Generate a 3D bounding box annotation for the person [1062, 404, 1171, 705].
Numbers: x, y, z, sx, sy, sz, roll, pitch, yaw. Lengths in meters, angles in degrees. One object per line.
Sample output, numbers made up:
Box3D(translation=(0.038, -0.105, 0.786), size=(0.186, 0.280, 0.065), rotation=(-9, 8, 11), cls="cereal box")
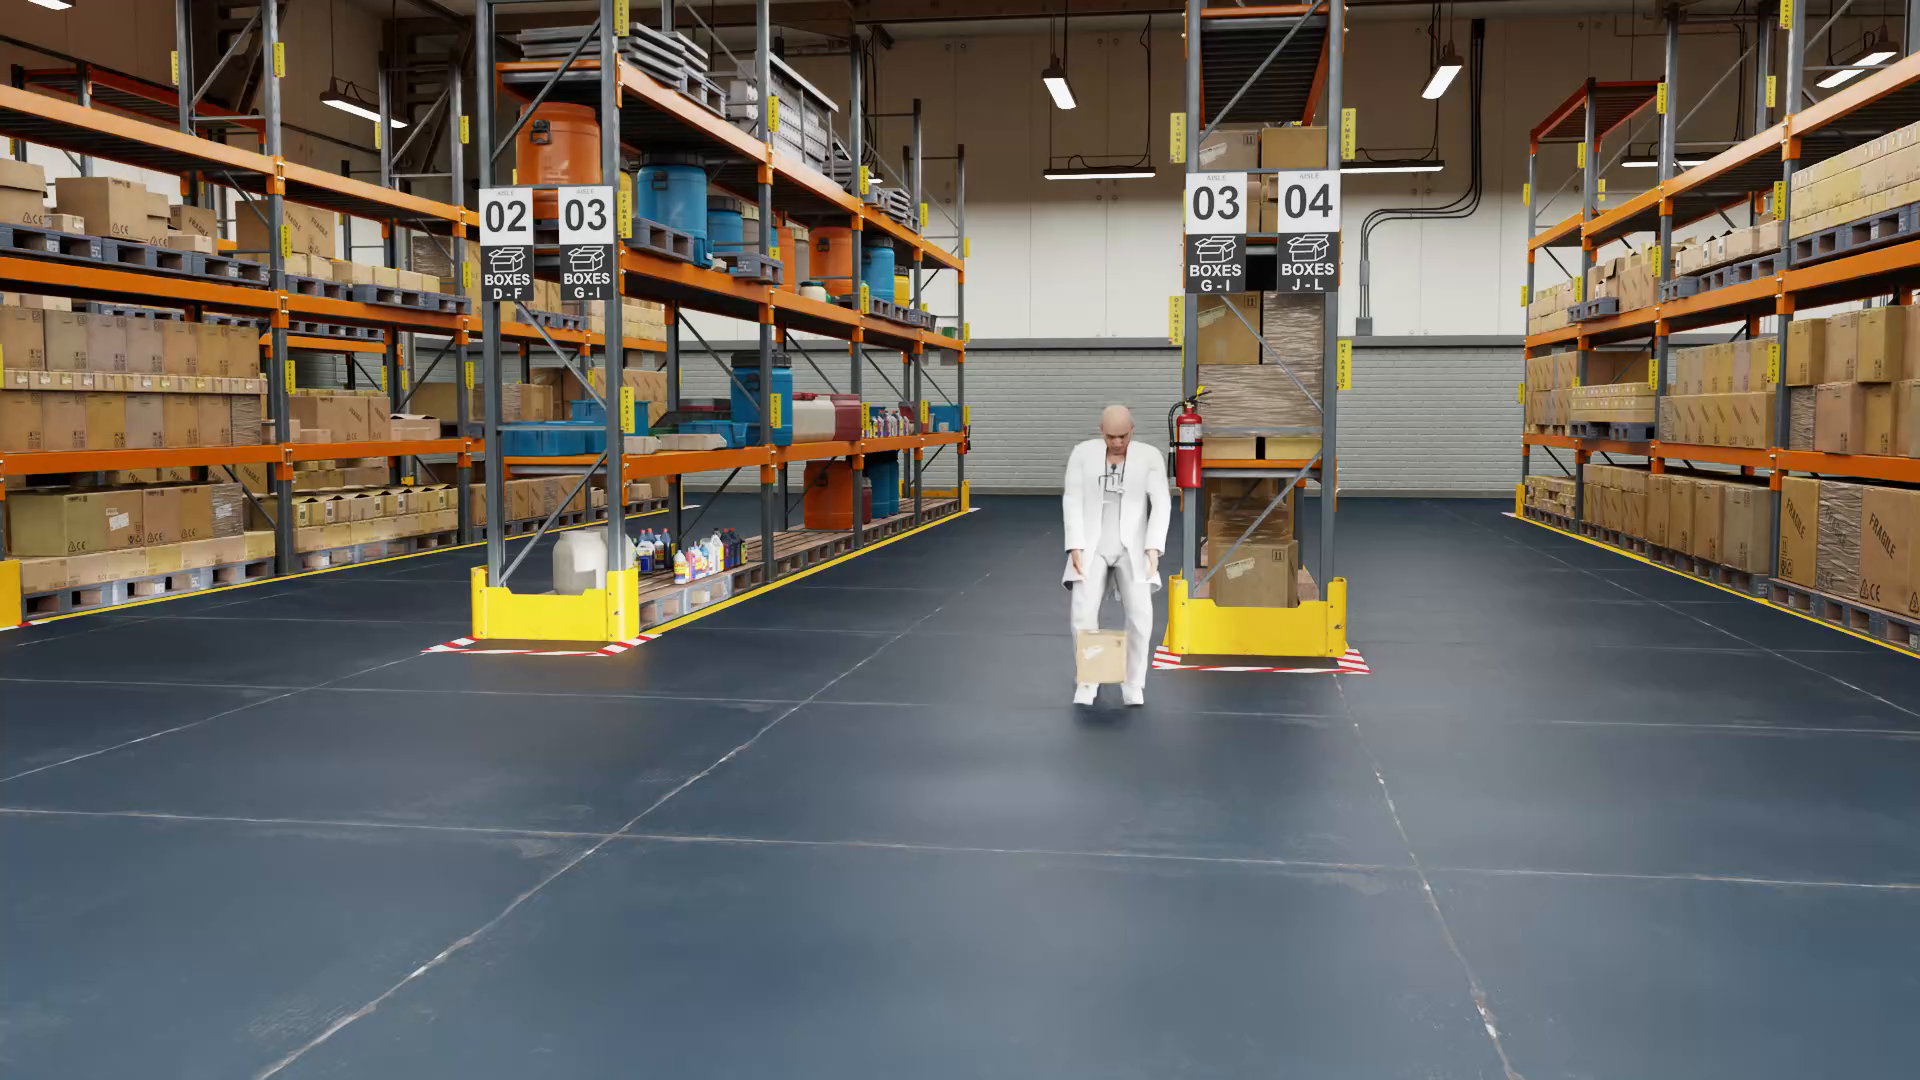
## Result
Box3D(translation=(0.875, 0.084, 9.318), size=(0.607, 1.662, 0.496), rotation=(1, 4, 10), cls="person")
